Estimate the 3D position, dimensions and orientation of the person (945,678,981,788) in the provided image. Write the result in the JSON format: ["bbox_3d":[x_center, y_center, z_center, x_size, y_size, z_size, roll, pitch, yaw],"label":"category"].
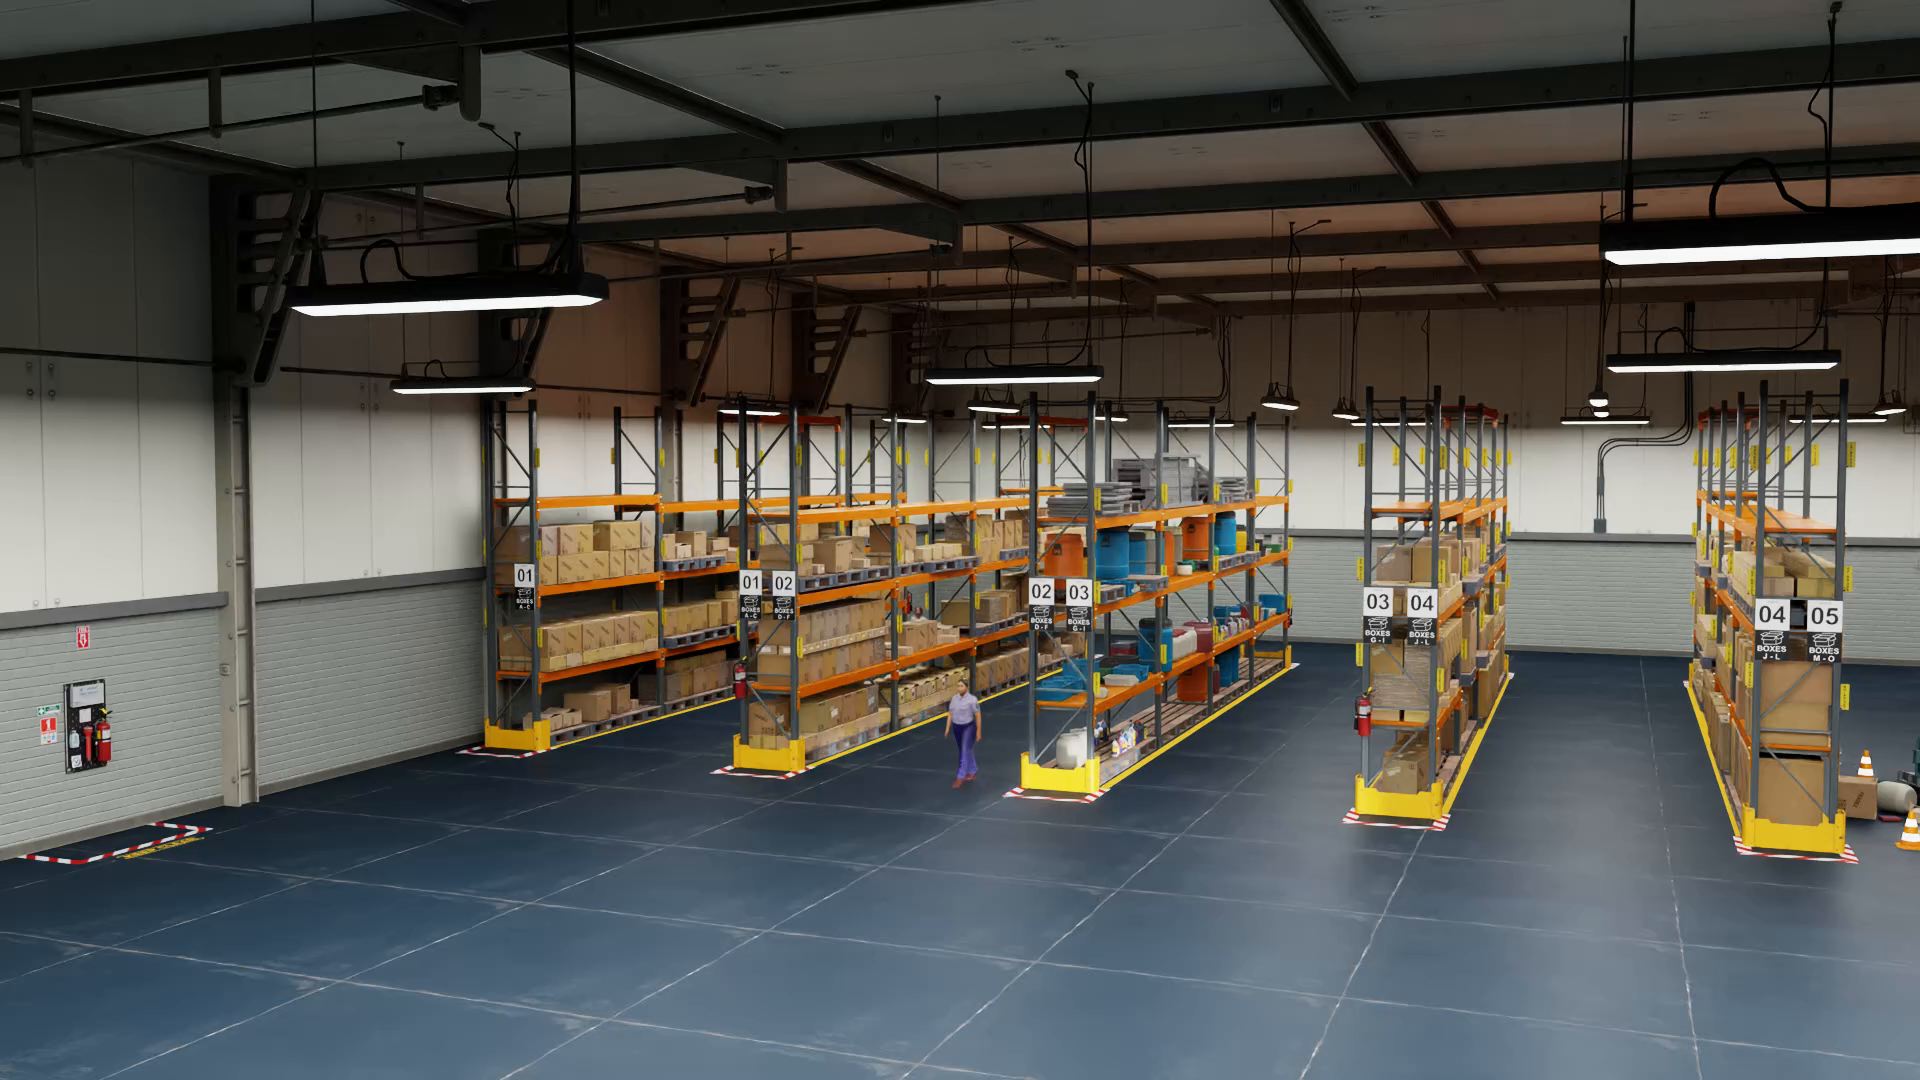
[{"bbox_3d":[0.030,2.927,25.412,0.539,1.589,0.923,2,4,41],"label":"person"}]

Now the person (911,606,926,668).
[{"bbox_3d":[-0.969,2.305,38.578,0.419,1.549,0.882,1,3,13],"label":"person"}]
